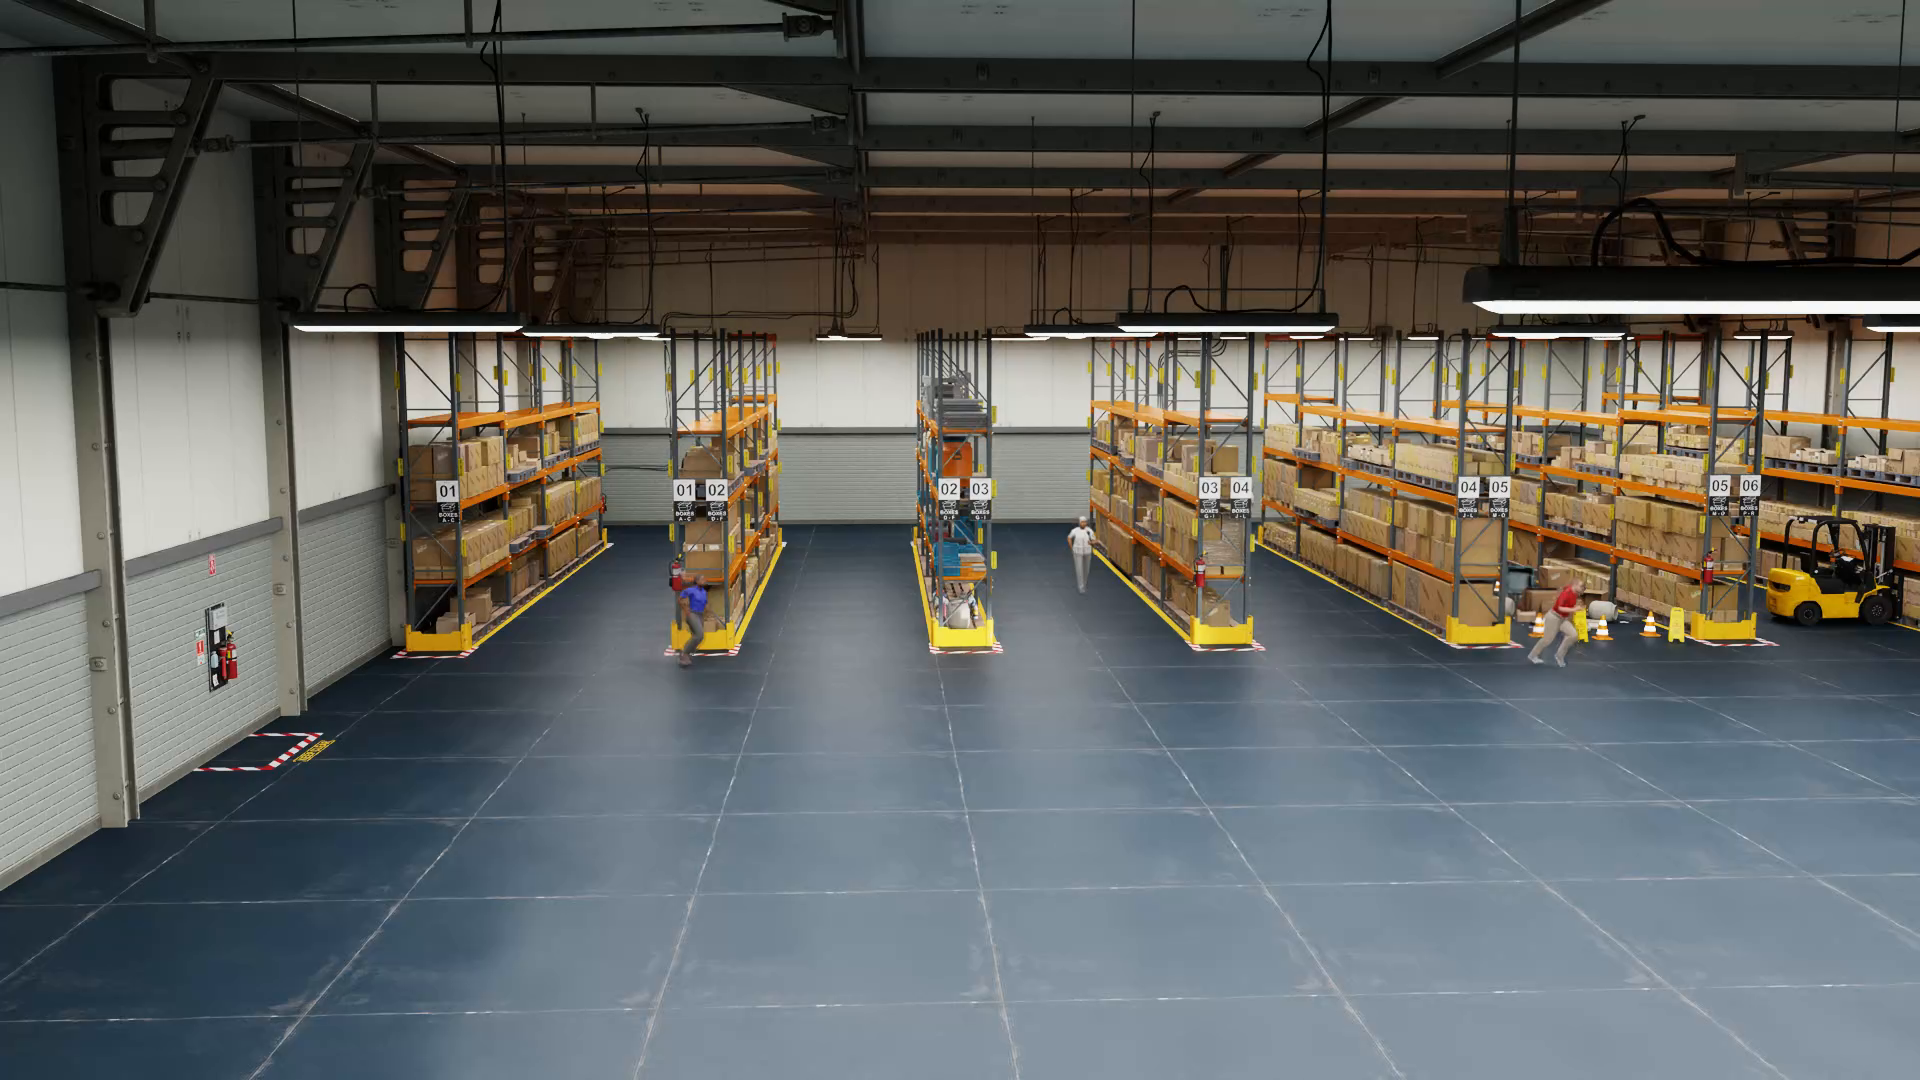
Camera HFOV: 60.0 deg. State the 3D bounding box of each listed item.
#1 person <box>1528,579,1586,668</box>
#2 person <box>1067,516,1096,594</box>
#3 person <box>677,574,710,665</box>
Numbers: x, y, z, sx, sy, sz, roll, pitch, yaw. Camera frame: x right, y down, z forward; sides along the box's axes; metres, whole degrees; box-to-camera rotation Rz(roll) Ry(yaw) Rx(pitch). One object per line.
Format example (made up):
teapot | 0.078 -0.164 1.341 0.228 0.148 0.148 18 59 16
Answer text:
person | 10.639 1.475 29.550 1.013 1.657 0.699 6 9 42
person | 2.682 0.339 36.409 0.615 1.693 0.862 -1 7 -8
person | -4.734 1.421 29.796 0.592 1.590 0.620 3 7 24
